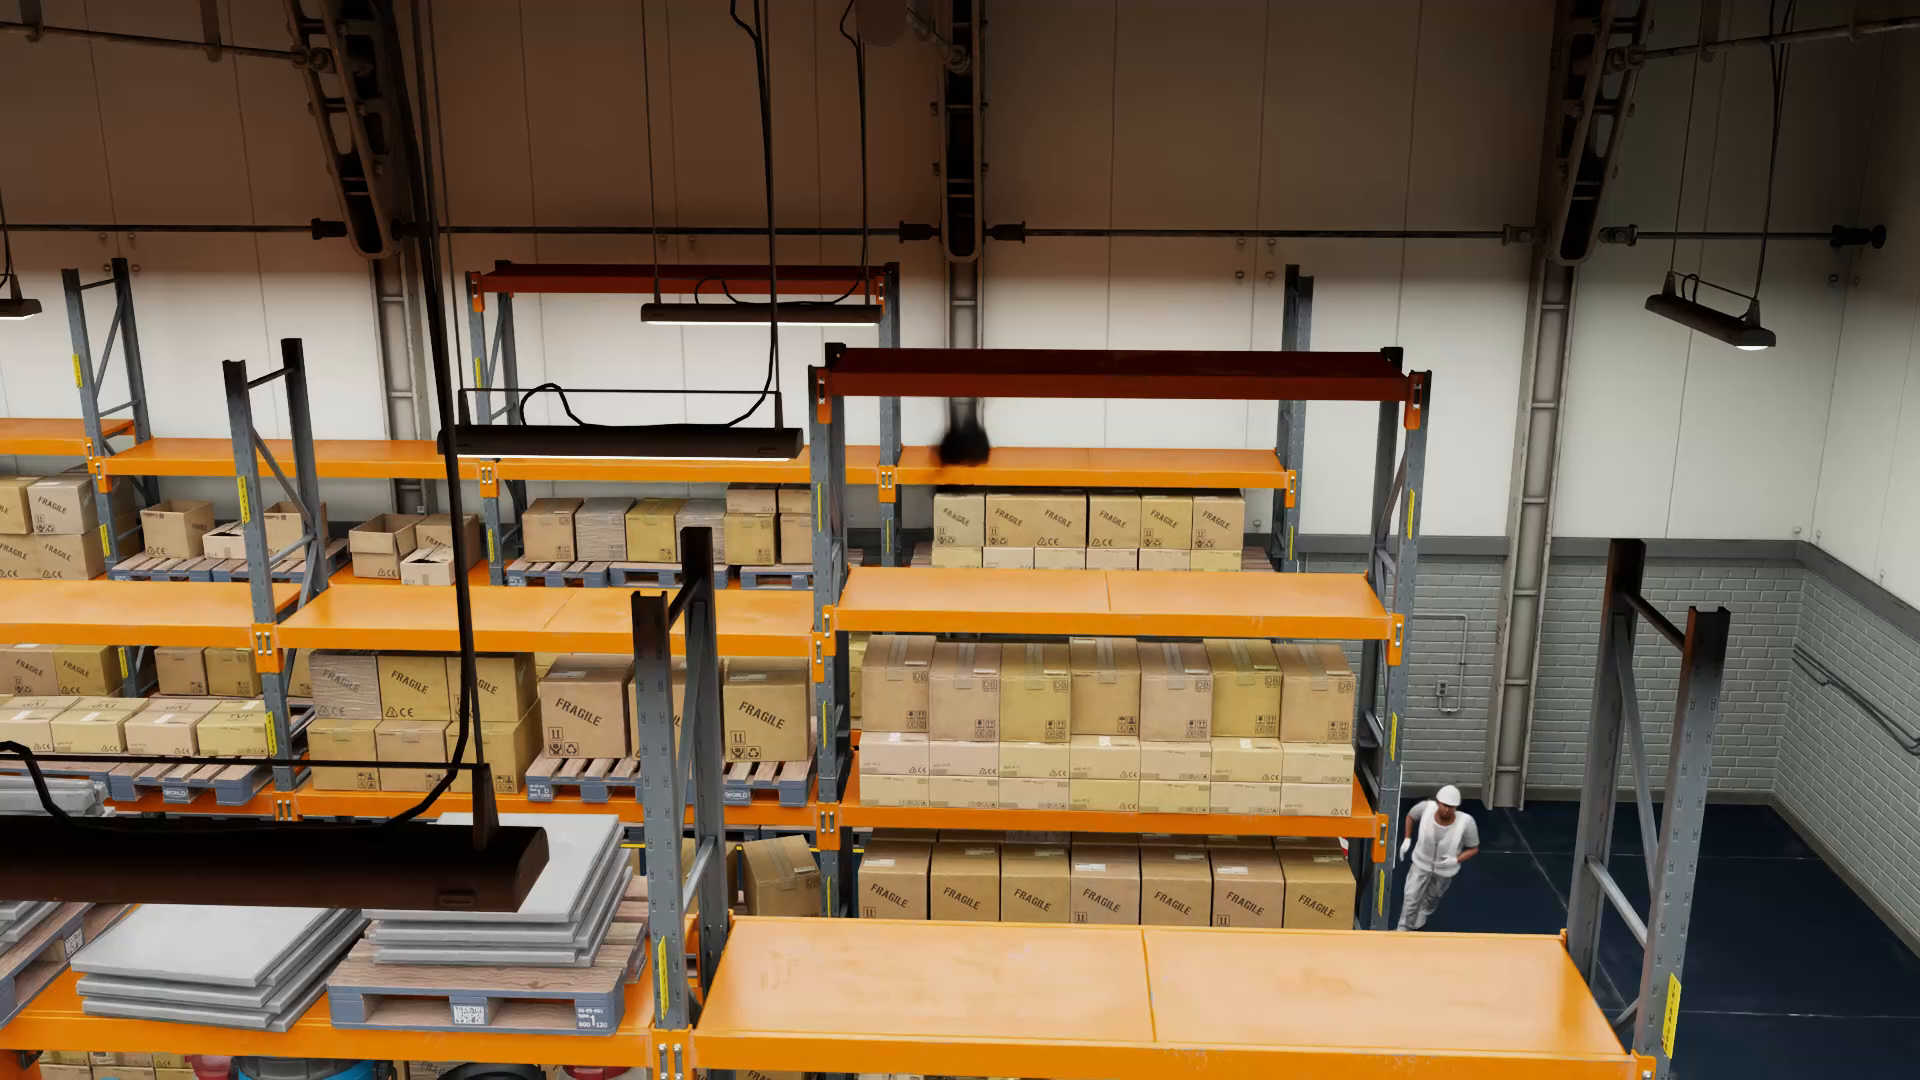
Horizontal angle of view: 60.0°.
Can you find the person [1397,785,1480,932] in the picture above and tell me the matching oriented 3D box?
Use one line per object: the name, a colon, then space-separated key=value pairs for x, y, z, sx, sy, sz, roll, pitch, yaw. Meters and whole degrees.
person: x=4.362 y=2.965 z=15.170 sx=0.690 sy=1.710 sz=1.048 roll=6 pitch=17 yaw=21
